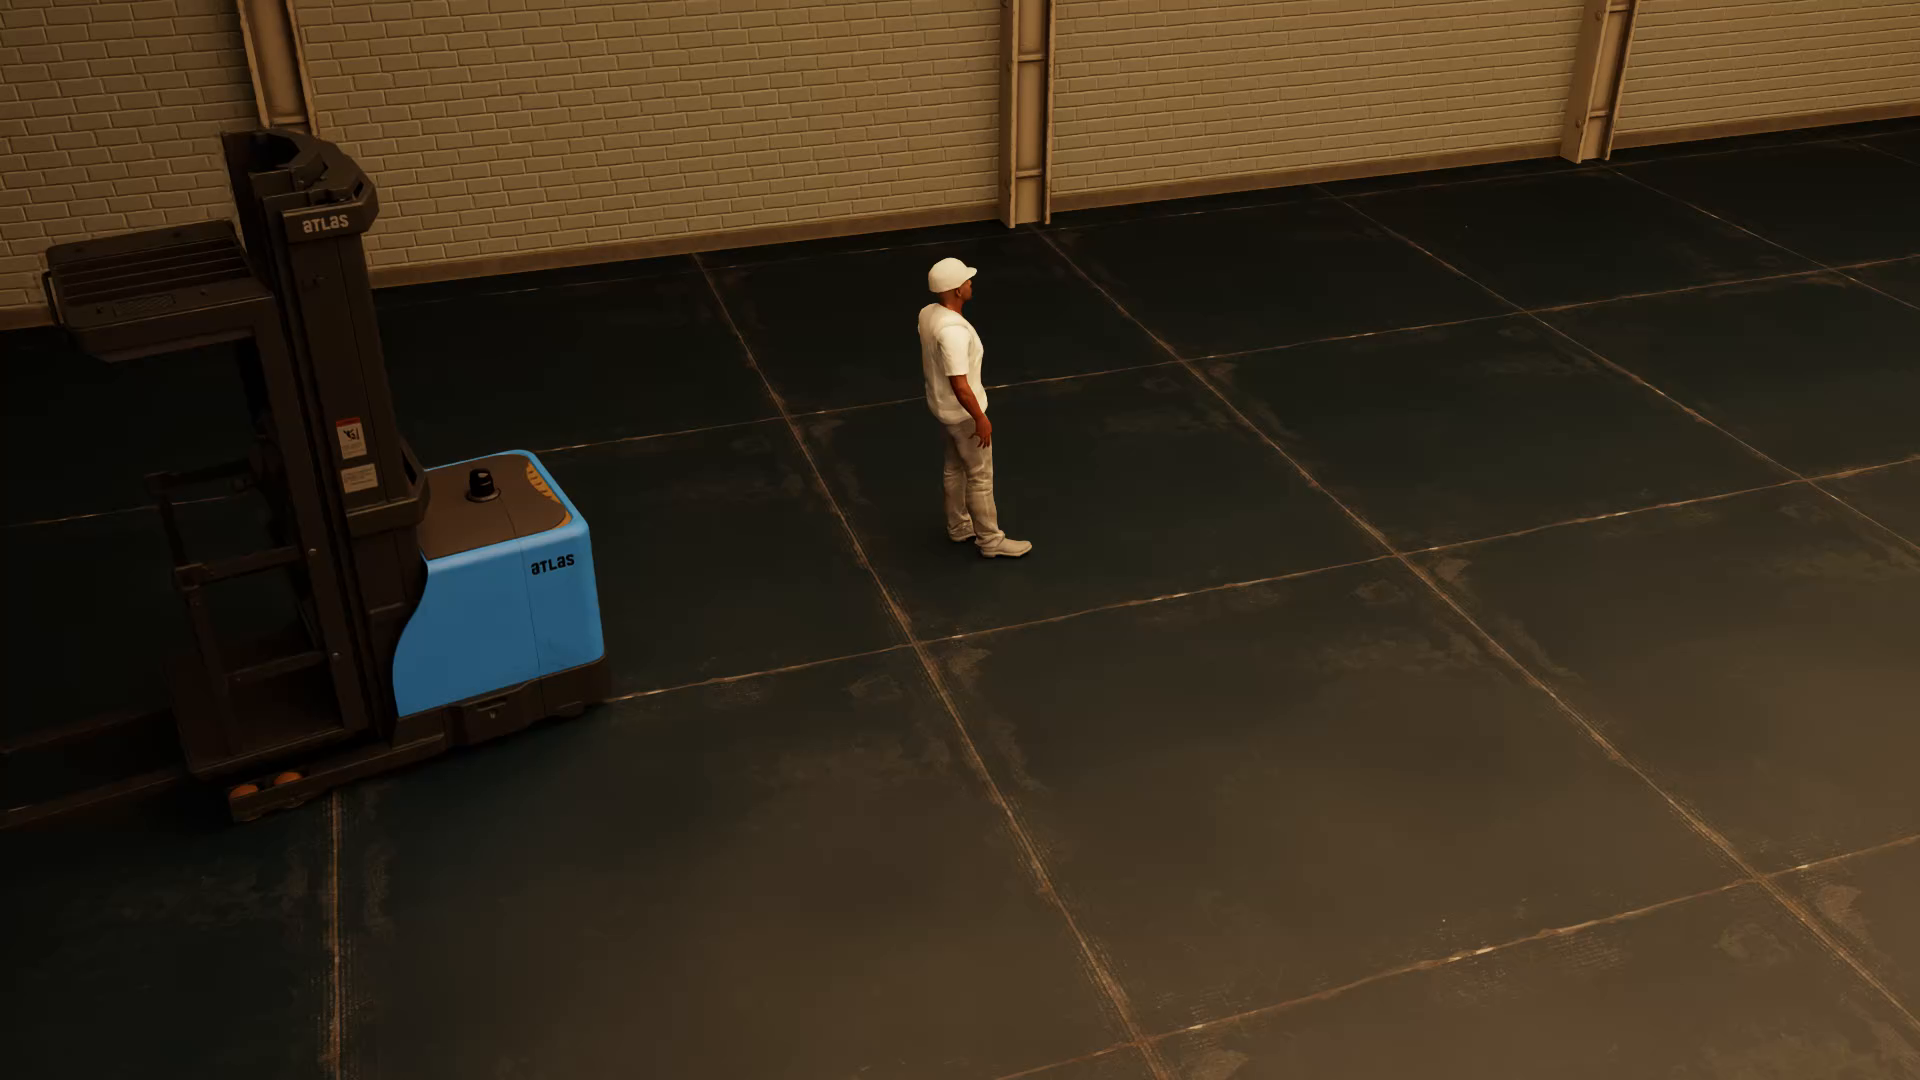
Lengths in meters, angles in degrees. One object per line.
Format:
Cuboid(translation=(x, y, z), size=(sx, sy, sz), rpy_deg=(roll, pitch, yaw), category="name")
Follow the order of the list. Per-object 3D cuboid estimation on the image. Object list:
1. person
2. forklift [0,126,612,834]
Cuboid(translation=(0.068, -0.780, 9.596), size=(0.577, 1.765, 0.665), rpy_deg=(-10, 31, -16), category="person")
Cuboid(translation=(-3.322, -0.262, 7.542), size=(3.031, 2.935, 1.130), rpy_deg=(-16, 34, -25), category="forklift")
